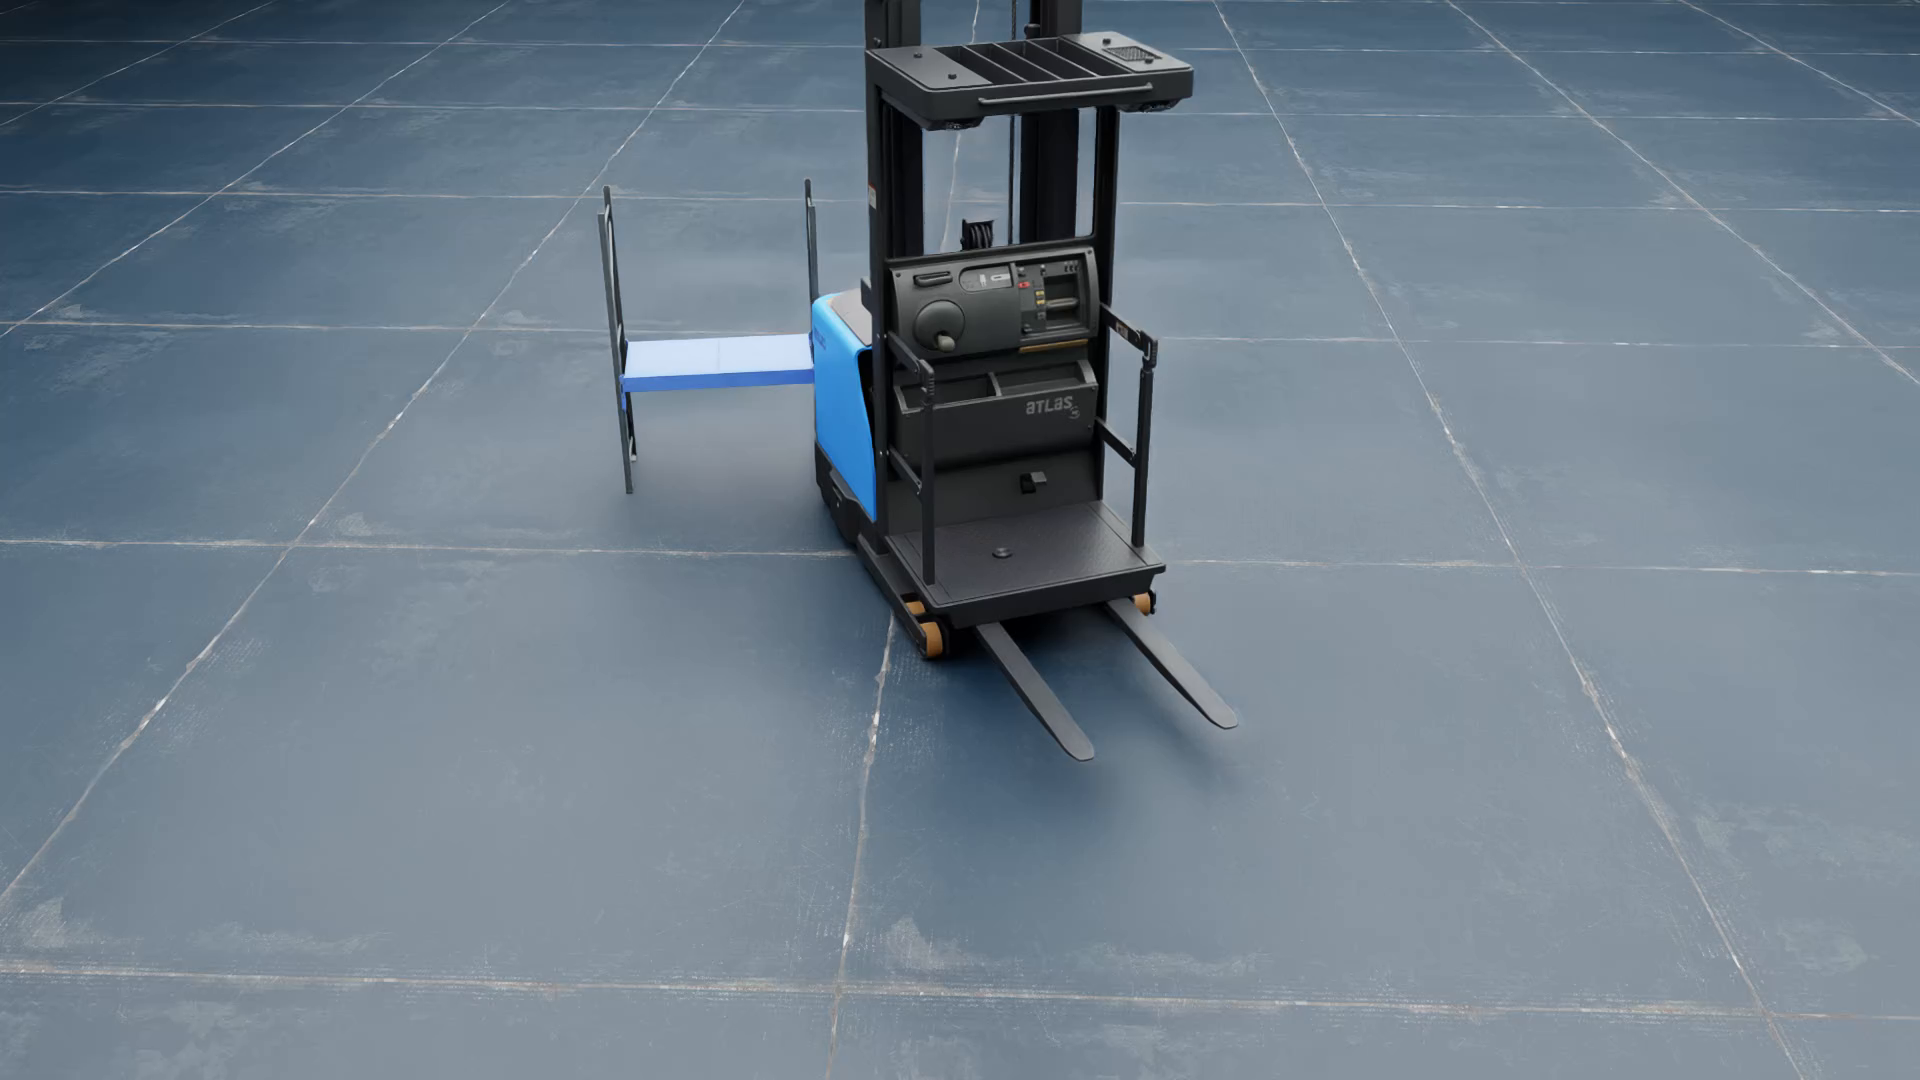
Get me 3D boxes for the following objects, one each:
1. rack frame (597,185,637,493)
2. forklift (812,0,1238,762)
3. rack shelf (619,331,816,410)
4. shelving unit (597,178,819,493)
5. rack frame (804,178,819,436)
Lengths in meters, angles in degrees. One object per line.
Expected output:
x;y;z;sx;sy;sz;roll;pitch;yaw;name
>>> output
-1.763;-1.024;8.580;0.032;1.500;0.500;-3;28;-6;rack frame
0.237;-0.992;6.991;1.130;2.935;3.031;-10;29;-18;forklift
-1.259;-0.895;8.721;1.000;0.185;0.538;-3;28;-6;rack shelf
-1.259;-1.054;8.637;1.048;1.500;0.538;-3;28;-6;shelving unit
-0.755;-1.085;8.695;0.032;1.500;0.500;-3;28;-6;rack frame
